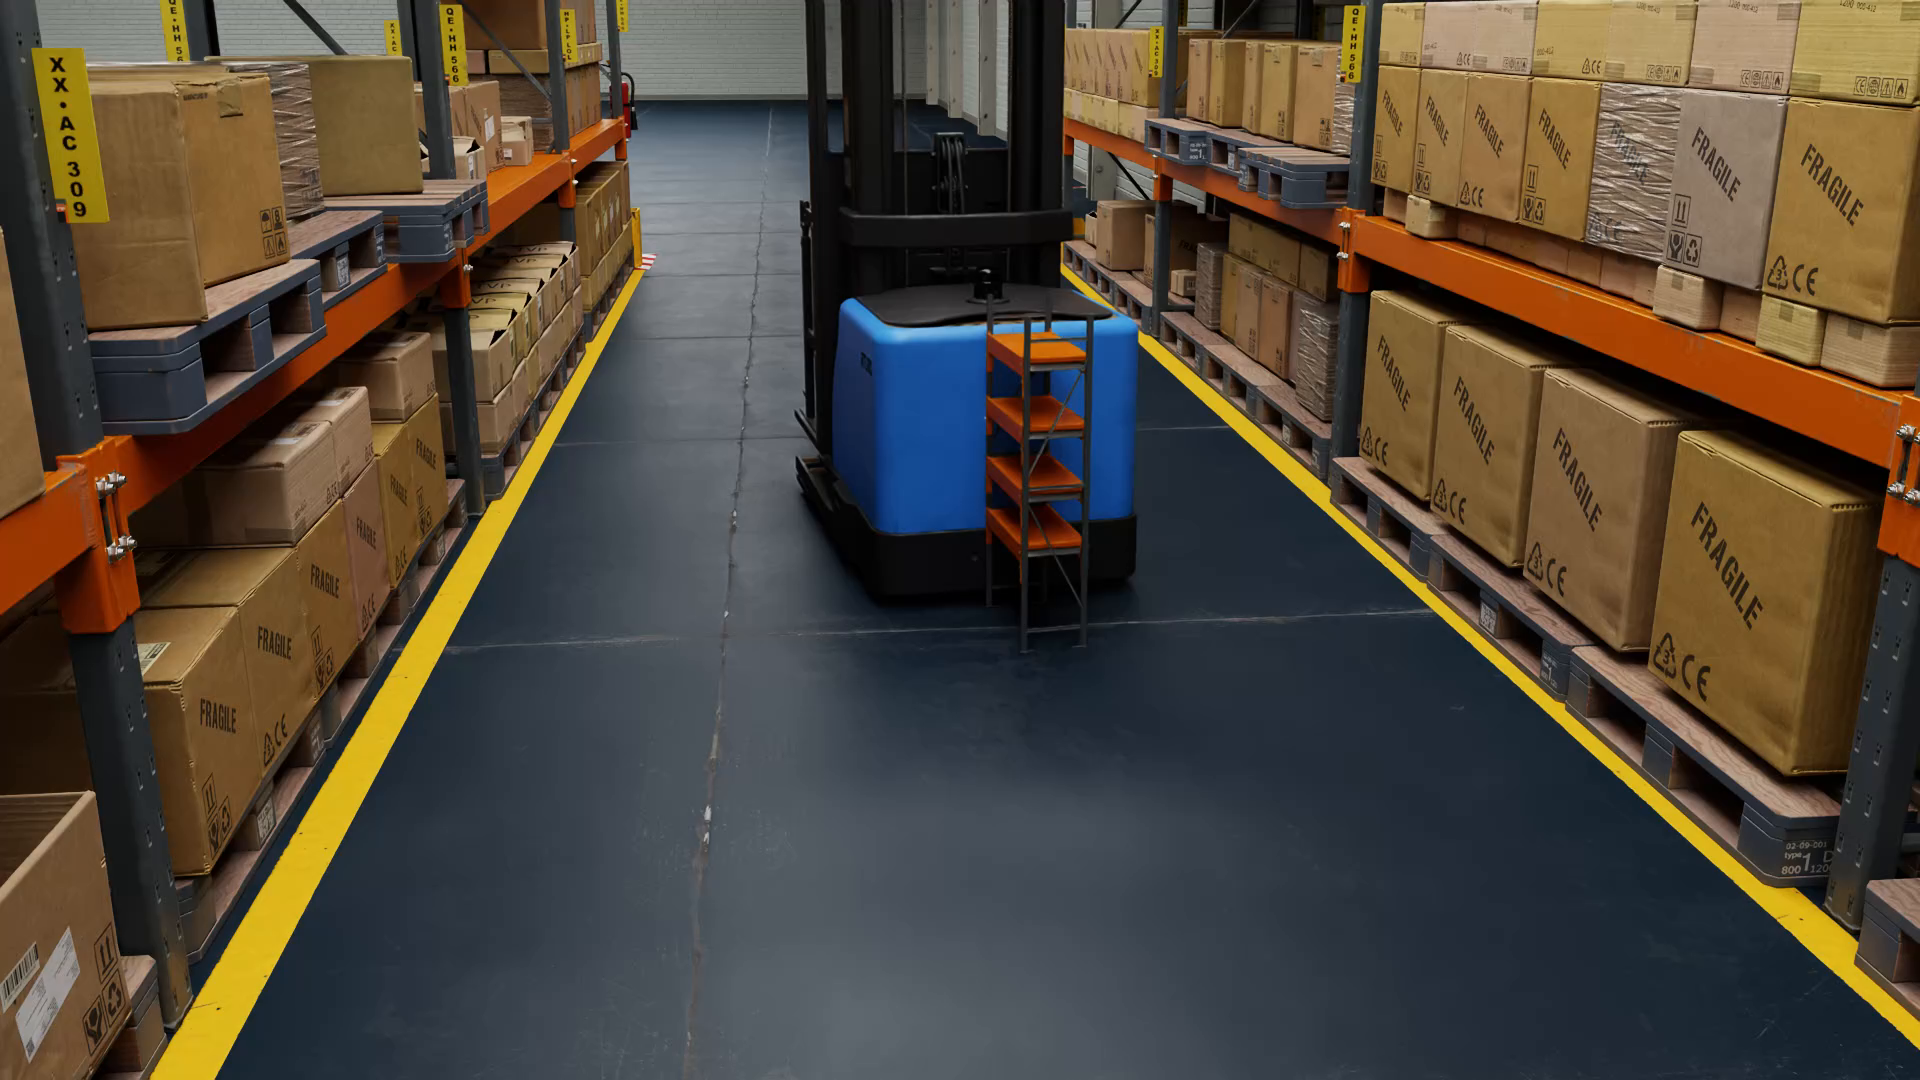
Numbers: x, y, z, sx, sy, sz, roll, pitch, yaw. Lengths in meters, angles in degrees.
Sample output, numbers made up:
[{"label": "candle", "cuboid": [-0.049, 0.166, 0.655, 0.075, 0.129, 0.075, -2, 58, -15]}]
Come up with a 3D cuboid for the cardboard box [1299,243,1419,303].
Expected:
[{"label": "cardboard box", "cuboid": [2.147, -1.446, 8.961, 0.500, 0.250, 0.500, -1, 17, -5]}]

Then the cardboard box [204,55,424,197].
[{"label": "cardboard box", "cuboid": [-2.480, -1.596, 6.384, 0.700, 0.500, 0.500, -8, 19, -24]}]

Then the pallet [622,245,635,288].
[{"label": "pallet", "cuboid": [-3.362, -2.358, 14.337, 1.003, 0.211, 1.213, -2, 18, -6]}]

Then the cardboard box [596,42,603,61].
[{"label": "cardboard box", "cuboid": [-3.253, -4.165, 14.185, 0.380, 0.149, 0.250, -2, 18, -7]}]

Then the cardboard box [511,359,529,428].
[{"label": "cardboard box", "cuboid": [-2.472, -0.735, 8.401, 0.500, 0.250, 0.500, -2, 18, -7]}]

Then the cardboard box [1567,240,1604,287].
[{"label": "cardboard box", "cuboid": [2.262, -0.935, 5.534, 0.380, 0.149, 0.250, -1, 17, -4]}]

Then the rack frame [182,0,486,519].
[{"label": "rack frame", "cuboid": [-2.657, -1.532, 7.049, 1.000, 3.000, 0.127, -2, 18, -6]}]

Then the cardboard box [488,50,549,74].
[{"label": "cardboard box", "cuboid": [-2.905, -3.167, 11.007, 0.380, 0.149, 0.250, -2, 18, -6]}]

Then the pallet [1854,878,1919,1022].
[{"label": "pallet", "cuboid": [2.683, 1.065, 3.432, 1.003, 0.211, 1.213, -2, 18, -6]}]

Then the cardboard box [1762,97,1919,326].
[{"label": "cardboard box", "cuboid": [2.384, -0.823, 4.094, 0.500, 0.500, 0.500, -2, 18, -7]}]

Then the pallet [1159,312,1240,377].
[{"label": "pallet", "cuboid": [1.939, -1.315, 11.015, 1.003, 0.211, 1.213, -2, 18, -6]}]

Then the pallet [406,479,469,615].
[{"label": "pallet", "cuboid": [-2.618, 0.022, 6.754, 1.003, 0.211, 1.213, -2, 18, -6]}]

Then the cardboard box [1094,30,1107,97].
[{"label": "cardboard box", "cuboid": [1.348, -3.759, 13.107, 0.500, 0.500, 0.500, -1, 17, -4]}]

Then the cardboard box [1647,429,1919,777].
[{"label": "cardboard box", "cuboid": [2.486, 0.141, 4.607, 0.750, 0.750, 0.750, -2, 17, -5]}]

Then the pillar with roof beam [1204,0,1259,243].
[{"label": "pillar with roof beam", "cuboid": [-1.905, -6.617, 13.230, 9.100, 9.000, 0.400, -2, 18, -6]}]

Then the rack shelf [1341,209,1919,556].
[{"label": "rack shelf", "cuboid": [2.476, -0.747, 5.749, 1.077, 0.370, 4.000, -2, 18, -6]}]

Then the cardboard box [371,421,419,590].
[{"label": "cardboard box", "cuboid": [-2.274, -0.124, 6.002, 0.500, 0.500, 0.500, -2, 18, -8]}]

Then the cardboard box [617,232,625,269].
[{"label": "cardboard box", "cuboid": [-3.016, -2.356, 13.562, 0.500, 0.250, 0.500, -2, 18, -6]}]

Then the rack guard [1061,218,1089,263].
[{"label": "rack guard", "cuboid": [1.452, -2.854, 15.434, 1.175, 0.500, 0.348, -2, 18, -6]}]

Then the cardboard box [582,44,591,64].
[{"label": "cardboard box", "cuboid": [-3.147, -3.857, 13.206, 0.380, 0.149, 0.250, -1, 17, -4]}]

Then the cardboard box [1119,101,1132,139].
[{"label": "cardboard box", "cuboid": [1.464, -3.096, 12.248, 0.500, 0.250, 0.500, -2, 18, -5]}]

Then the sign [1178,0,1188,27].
[{"label": "sign", "cuboid": [1.999, -4.784, 14.947, 0.100, 0.325, 0.005, -2, 18, -6]}]

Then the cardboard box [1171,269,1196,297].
[{"label": "cardboard box", "cuboid": [1.772, -1.894, 12.199, 0.380, 0.166, 0.250, -4, 18, -13]}]

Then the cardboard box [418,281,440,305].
[{"label": "cardboard box", "cuboid": [-3.115, -1.291, 9.234, 0.500, 0.311, 0.500, -1, 17, -4]}]

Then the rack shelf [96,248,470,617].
[{"label": "rack shelf", "cuboid": [-2.451, -0.593, 5.258, 1.077, 0.370, 4.000, -2, 18, -6]}]

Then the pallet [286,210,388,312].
[{"label": "pallet", "cuboid": [-2.452, -0.861, 5.232, 1.003, 0.211, 1.213, -2, 18, -6]}]

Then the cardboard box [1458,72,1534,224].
[{"label": "cardboard box", "cuboid": [2.160, -1.428, 6.022, 0.500, 0.500, 0.500, -2, 18, -6]}]

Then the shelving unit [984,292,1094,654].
[{"label": "shelving unit", "cuboid": [0.274, -0.250, 5.970, 0.258, 1.200, 0.503, -4, 18, -13]}]

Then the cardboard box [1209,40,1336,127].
[{"label": "cardboard box", "cuboid": [1.926, -2.816, 10.237, 0.700, 0.500, 0.500, 0, 17, 0]}]

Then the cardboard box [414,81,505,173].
[{"label": "cardboard box", "cuboid": [-2.953, -2.385, 9.599, 0.500, 0.500, 0.500, -1, 17, -2]}]

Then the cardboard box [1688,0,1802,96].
[{"label": "cardboard box", "cuboid": [2.336, -1.335, 4.473, 0.500, 0.250, 0.500, -1, 17, -4]}]

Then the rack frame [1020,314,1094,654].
[{"label": "rack frame", "cuboid": [0.332, -0.179, 5.743, 0.240, 1.200, 0.015, -4, 18, -13]}]

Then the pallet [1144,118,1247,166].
[{"label": "pallet", "cuboid": [1.791, -2.554, 10.625, 1.003, 0.211, 1.213, -2, 18, -6]}]

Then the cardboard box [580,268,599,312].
[{"label": "cardboard box", "cuboid": [-2.816, -1.760, 11.664, 0.500, 0.250, 0.500, -2, 18, -6]}]

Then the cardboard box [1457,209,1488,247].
[{"label": "cardboard box", "cuboid": [2.182, -1.242, 6.512, 0.380, 0.149, 0.250, -2, 18, -6]}]

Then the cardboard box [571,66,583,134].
[{"label": "cardboard box", "cuboid": [-3.285, -3.362, 12.713, 0.700, 0.500, 0.500, -1, 17, -4]}]

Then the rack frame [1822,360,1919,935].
[{"label": "rack frame", "cuboid": [2.682, -0.494, 3.744, 1.000, 3.000, 0.127, -2, 18, -6]}]

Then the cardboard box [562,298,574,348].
[{"label": "cardboard box", "cuboid": [-2.688, -1.347, 10.348, 0.500, 0.250, 0.500, -2, 18, -6]}]

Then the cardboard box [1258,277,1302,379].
[{"label": "cardboard box", "cuboid": [2.127, -1.220, 9.495, 0.700, 0.500, 0.500, -2, 18, -6]}]

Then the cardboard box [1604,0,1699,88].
[{"label": "cardboard box", "cuboid": [2.284, -1.487, 4.957, 0.500, 0.250, 0.500, -1, 17, -5]}]

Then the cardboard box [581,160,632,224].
[{"label": "cardboard box", "cuboid": [-3.131, -3.011, 14.398, 0.500, 0.500, 0.500, -2, 18, -6]}]

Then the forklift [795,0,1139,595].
[{"label": "forklift", "cuboid": [-0.157, -1.591, 7.352, 1.130, 2.935, 3.031, -4, 18, -13]}]

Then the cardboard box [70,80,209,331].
[{"label": "cardboard box", "cuboid": [-2.071, -0.736, 3.646, 0.700, 0.500, 0.500, -8, 19, -24]}]

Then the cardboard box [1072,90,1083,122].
[{"label": "cardboard box", "cuboid": [1.247, -3.698, 14.165, 0.500, 0.250, 0.500, -2, 18, -7]}]

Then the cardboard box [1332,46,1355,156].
[{"label": "cardboard box", "cuboid": [2.211, -2.083, 7.904, 0.700, 0.500, 0.500, -4, 18, -12]}]

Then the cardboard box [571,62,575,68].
[{"label": "cardboard box", "cuboid": [-3.042, -3.551, 12.229, 0.380, 0.149, 0.250, -2, 18, -7]}]

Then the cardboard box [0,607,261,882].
[{"label": "cardboard box", "cuboid": [-2.052, 0.491, 4.044, 0.500, 0.500, 0.500, -3, 18, -8]}]

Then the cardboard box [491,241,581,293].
[{"label": "cardboard box", "cuboid": [-2.743, -1.768, 10.754, 0.500, 0.311, 0.500, -2, 18, -6]}]

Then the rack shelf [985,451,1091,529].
[{"label": "rack shelf", "cuboid": [0.274, -0.186, 5.990, 0.258, 0.148, 0.480, -4, 18, -13]}]

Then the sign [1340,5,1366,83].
[{"label": "sign", "cuboid": [1.731, -2.181, 7.316, 0.100, 0.325, 0.005, -2, 18, -6]}]

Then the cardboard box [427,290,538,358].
[{"label": "cardboard box", "cuboid": [-2.532, -1.161, 8.822, 0.500, 0.311, 0.500, -2, 18, -7]}]

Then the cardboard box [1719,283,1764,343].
[{"label": "cardboard box", "cuboid": [2.334, -0.629, 4.559, 0.380, 0.149, 0.250, -1, 17, -4]}]

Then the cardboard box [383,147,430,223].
[{"label": "cardboard box", "cuboid": [-2.651, -1.599, 7.412, 0.500, 0.311, 0.500, -1, 17, -2]}]

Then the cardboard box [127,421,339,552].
[{"label": "cardboard box", "cuboid": [-2.155, -0.165, 4.881, 0.500, 0.250, 0.500, -2, 18, -6]}]

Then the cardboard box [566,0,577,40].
[{"label": "cardboard box", "cuboid": [-3.277, -3.971, 12.485, 0.700, 0.500, 0.500, -2, 18, -6]}]

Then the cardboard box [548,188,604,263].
[{"label": "cardboard box", "cuboid": [-2.866, -2.266, 12.026, 0.500, 0.500, 0.500, -2, 18, -6]}]

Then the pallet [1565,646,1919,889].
[{"label": "pallet", "cuboid": [2.528, 0.609, 4.886, 1.003, 0.211, 1.213, -2, 18, -6]}]
